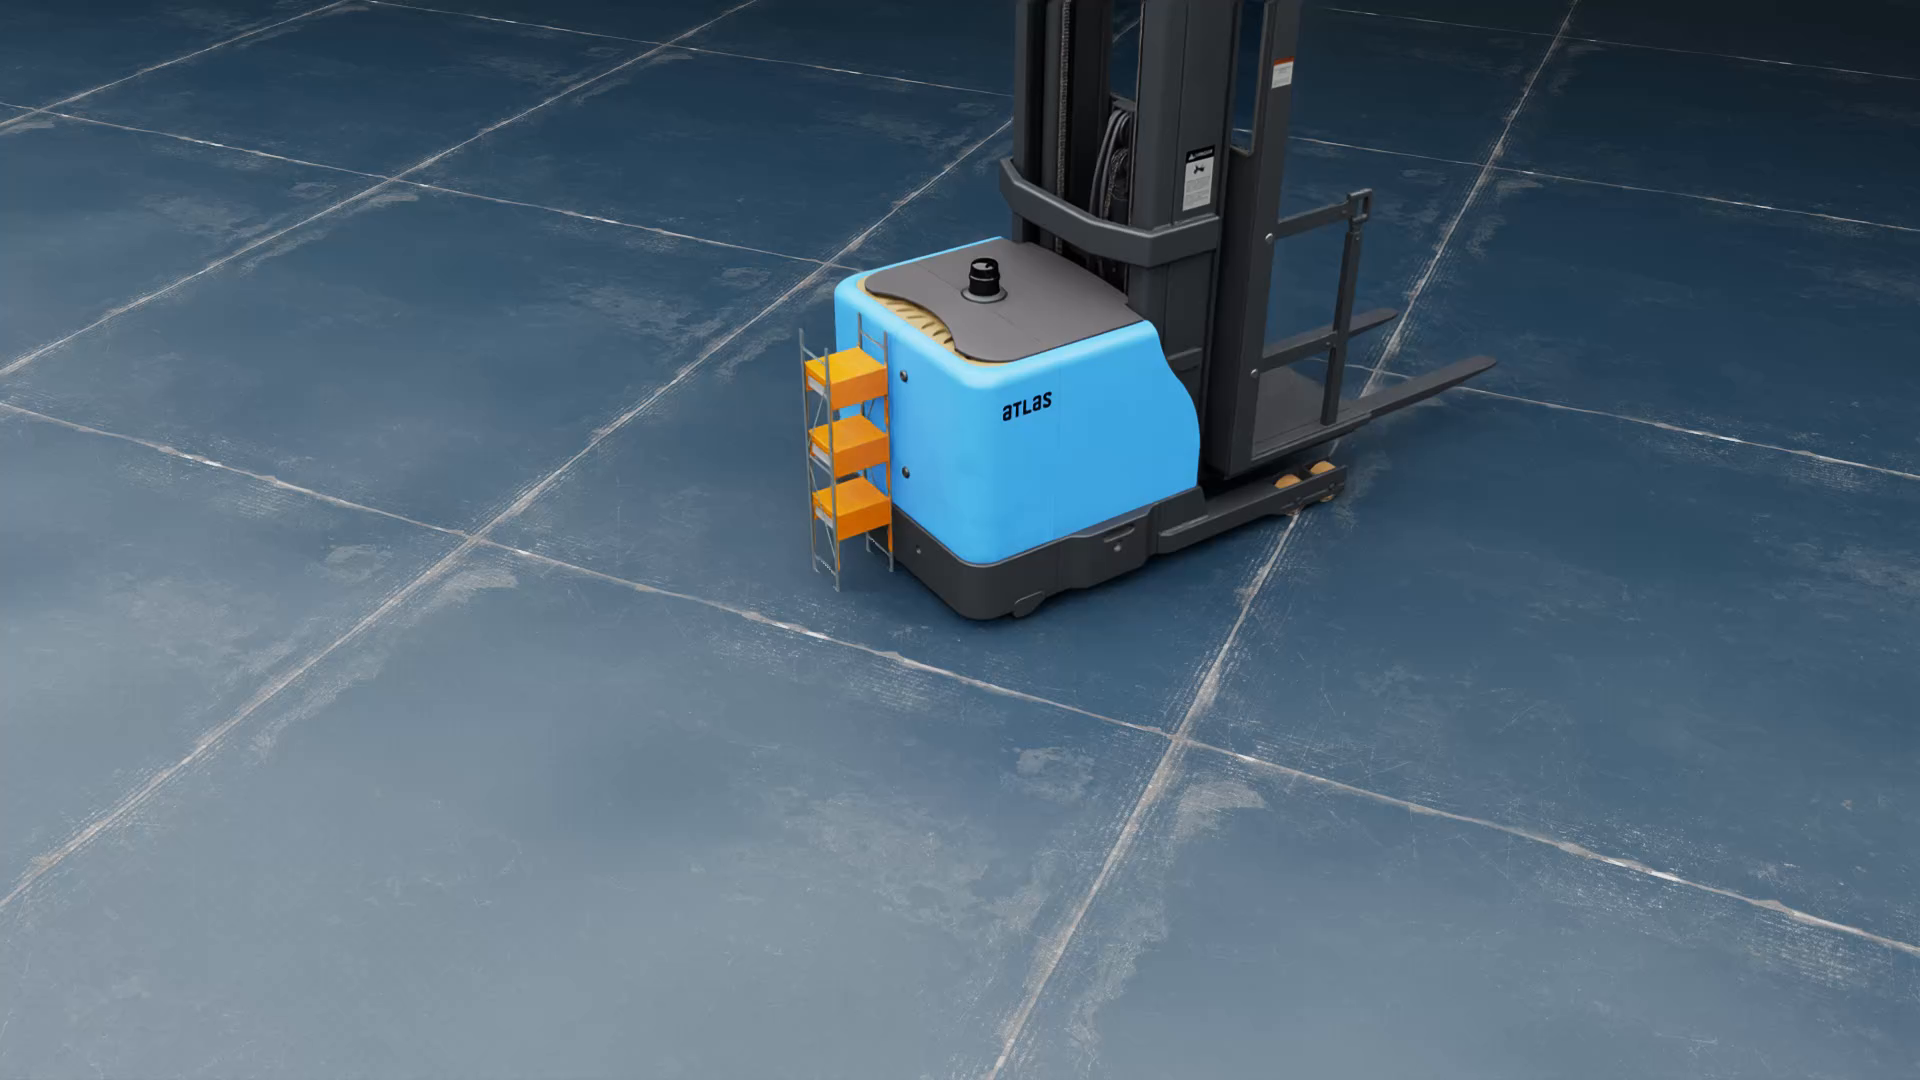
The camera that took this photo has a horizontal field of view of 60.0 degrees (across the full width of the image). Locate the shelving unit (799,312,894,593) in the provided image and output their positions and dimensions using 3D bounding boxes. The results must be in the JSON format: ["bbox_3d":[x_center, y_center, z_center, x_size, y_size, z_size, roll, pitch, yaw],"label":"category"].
[{"bbox_3d":[-0.421,-0.316,6.275,0.252,1.050,0.215,-20,38,-28],"label":"shelving unit"}]

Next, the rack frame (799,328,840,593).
[{"bbox_3d":[-0.523,-0.279,6.219,0.008,1.050,0.200,-20,38,-28],"label":"rack frame"}]

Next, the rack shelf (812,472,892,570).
[{"bbox_3d":[-0.421,-0.075,6.433,0.240,0.259,0.215,-20,38,-28],"label":"rack shelf"}]

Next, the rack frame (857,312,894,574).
[{"bbox_3d":[-0.319,-0.353,6.331,0.008,1.050,0.200,-20,38,-28],"label":"rack frame"}]

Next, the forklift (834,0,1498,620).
[{"bbox_3d":[1.016,-1.548,6.438,3.031,2.935,1.130,-20,38,-28],"label":"forklift"}]

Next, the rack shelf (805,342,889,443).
[{"bbox_3d":[-0.421,-0.545,6.125,0.240,0.259,0.215,-20,38,-28],"label":"rack shelf"}]

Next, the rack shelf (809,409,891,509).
[{"bbox_3d":[-0.421,-0.307,6.281,0.240,0.259,0.215,-20,38,-28],"label":"rack shelf"}]
